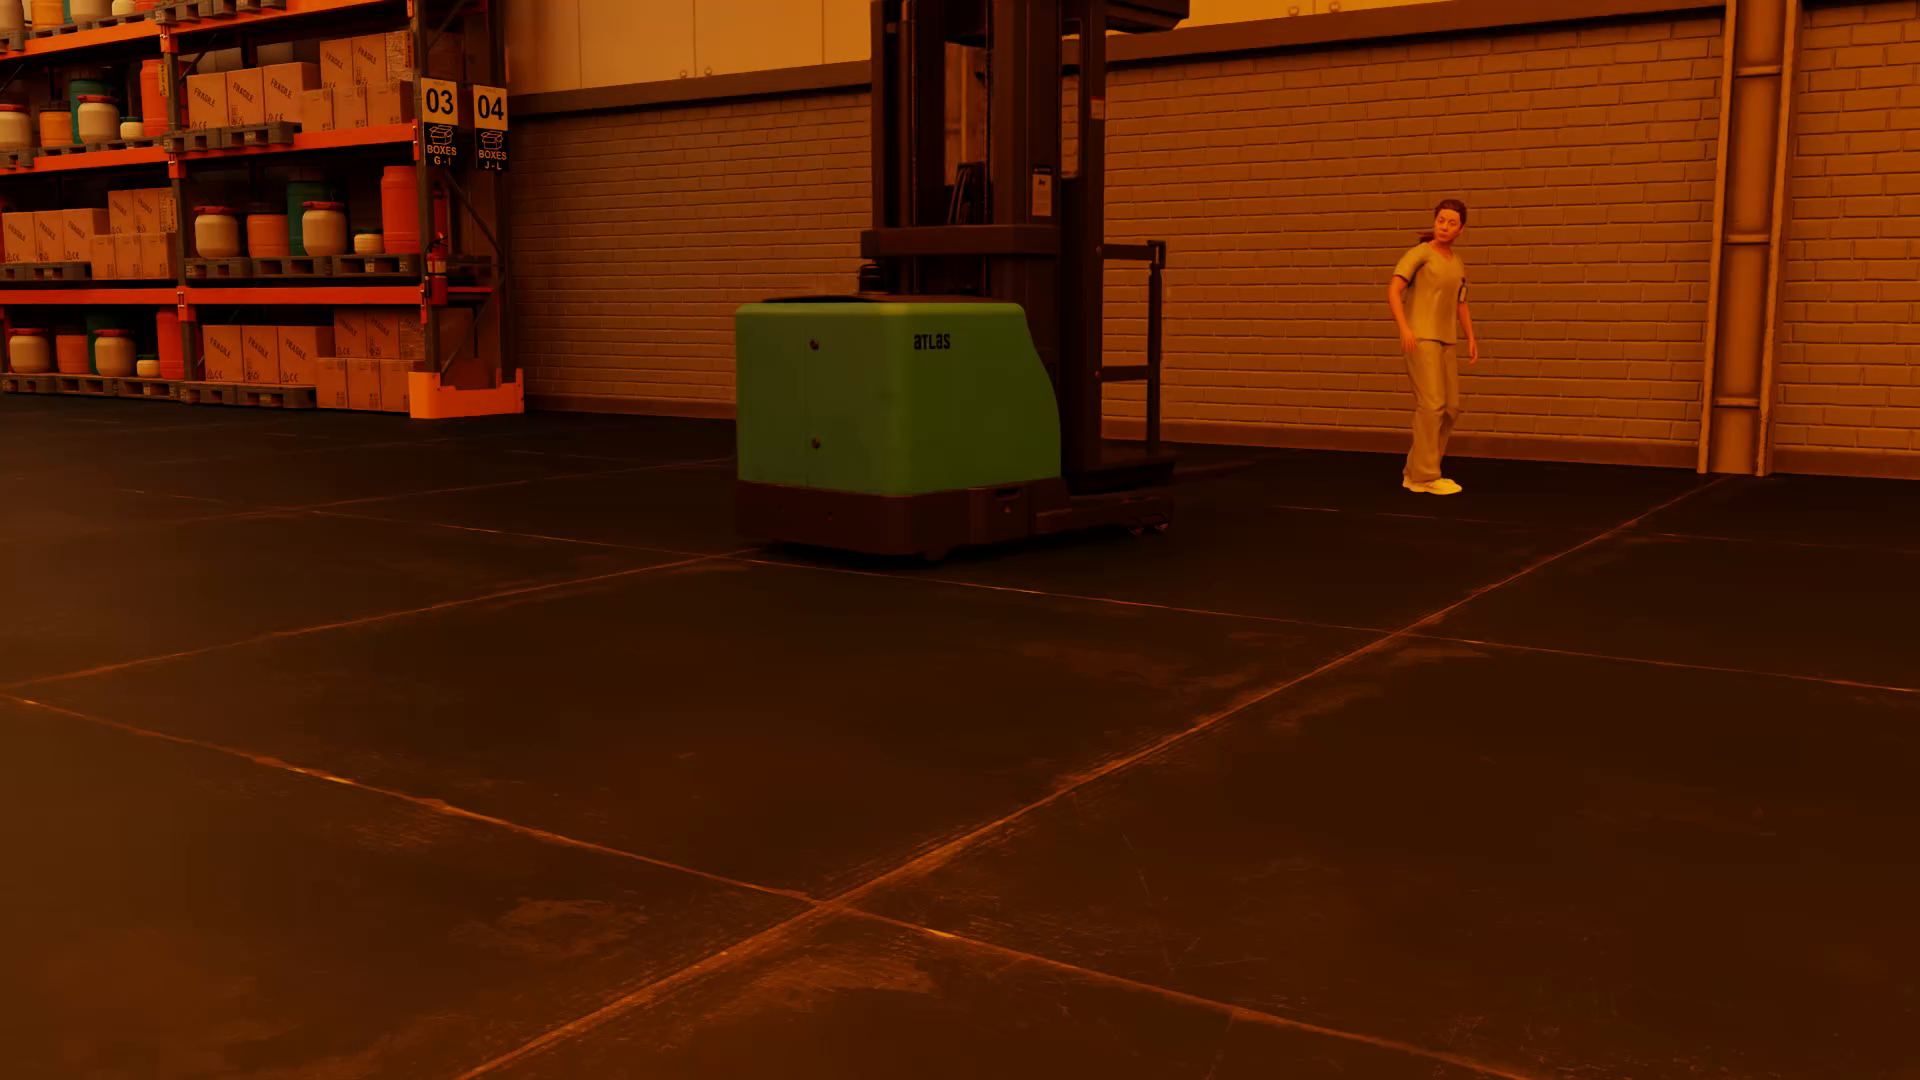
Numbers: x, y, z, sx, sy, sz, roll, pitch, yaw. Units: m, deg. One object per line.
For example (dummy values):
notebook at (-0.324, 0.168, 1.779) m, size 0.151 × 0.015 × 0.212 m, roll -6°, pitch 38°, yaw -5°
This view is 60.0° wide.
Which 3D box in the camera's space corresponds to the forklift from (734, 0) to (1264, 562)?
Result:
forklift at (0.371, -1.518, 7.871) m, size 1.130 × 2.935 × 3.031 m, roll 7°, pitch 11°, yaw 42°

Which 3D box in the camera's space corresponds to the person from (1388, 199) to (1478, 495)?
person at (2.749, -1.092, 9.468) m, size 0.644 × 1.640 × 0.479 m, roll -7°, pitch 11°, yaw -41°
